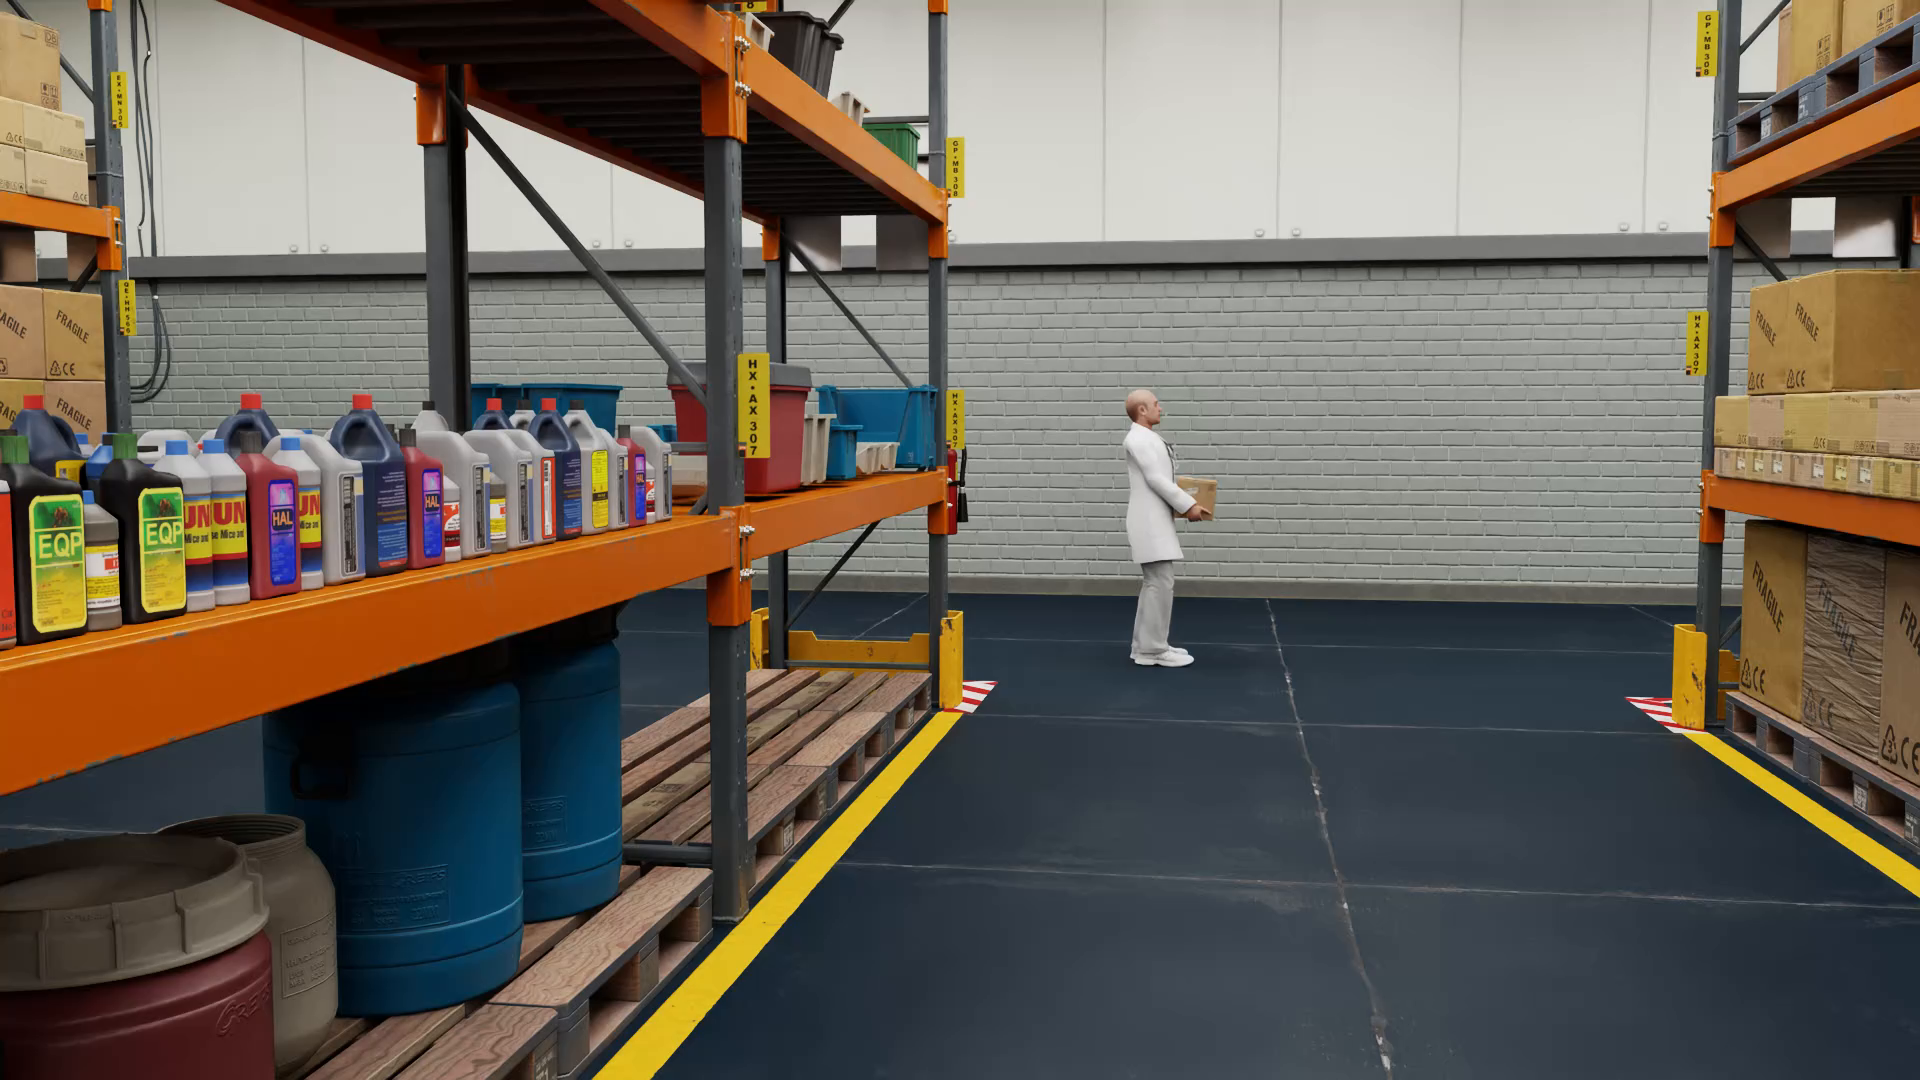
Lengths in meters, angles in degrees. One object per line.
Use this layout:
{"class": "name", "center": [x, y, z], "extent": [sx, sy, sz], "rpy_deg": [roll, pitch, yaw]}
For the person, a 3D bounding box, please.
{"class": "person", "center": [1.338, -0.085, 10.736], "extent": [0.562, 1.769, 0.527], "rpy_deg": [1, 4, 9]}
